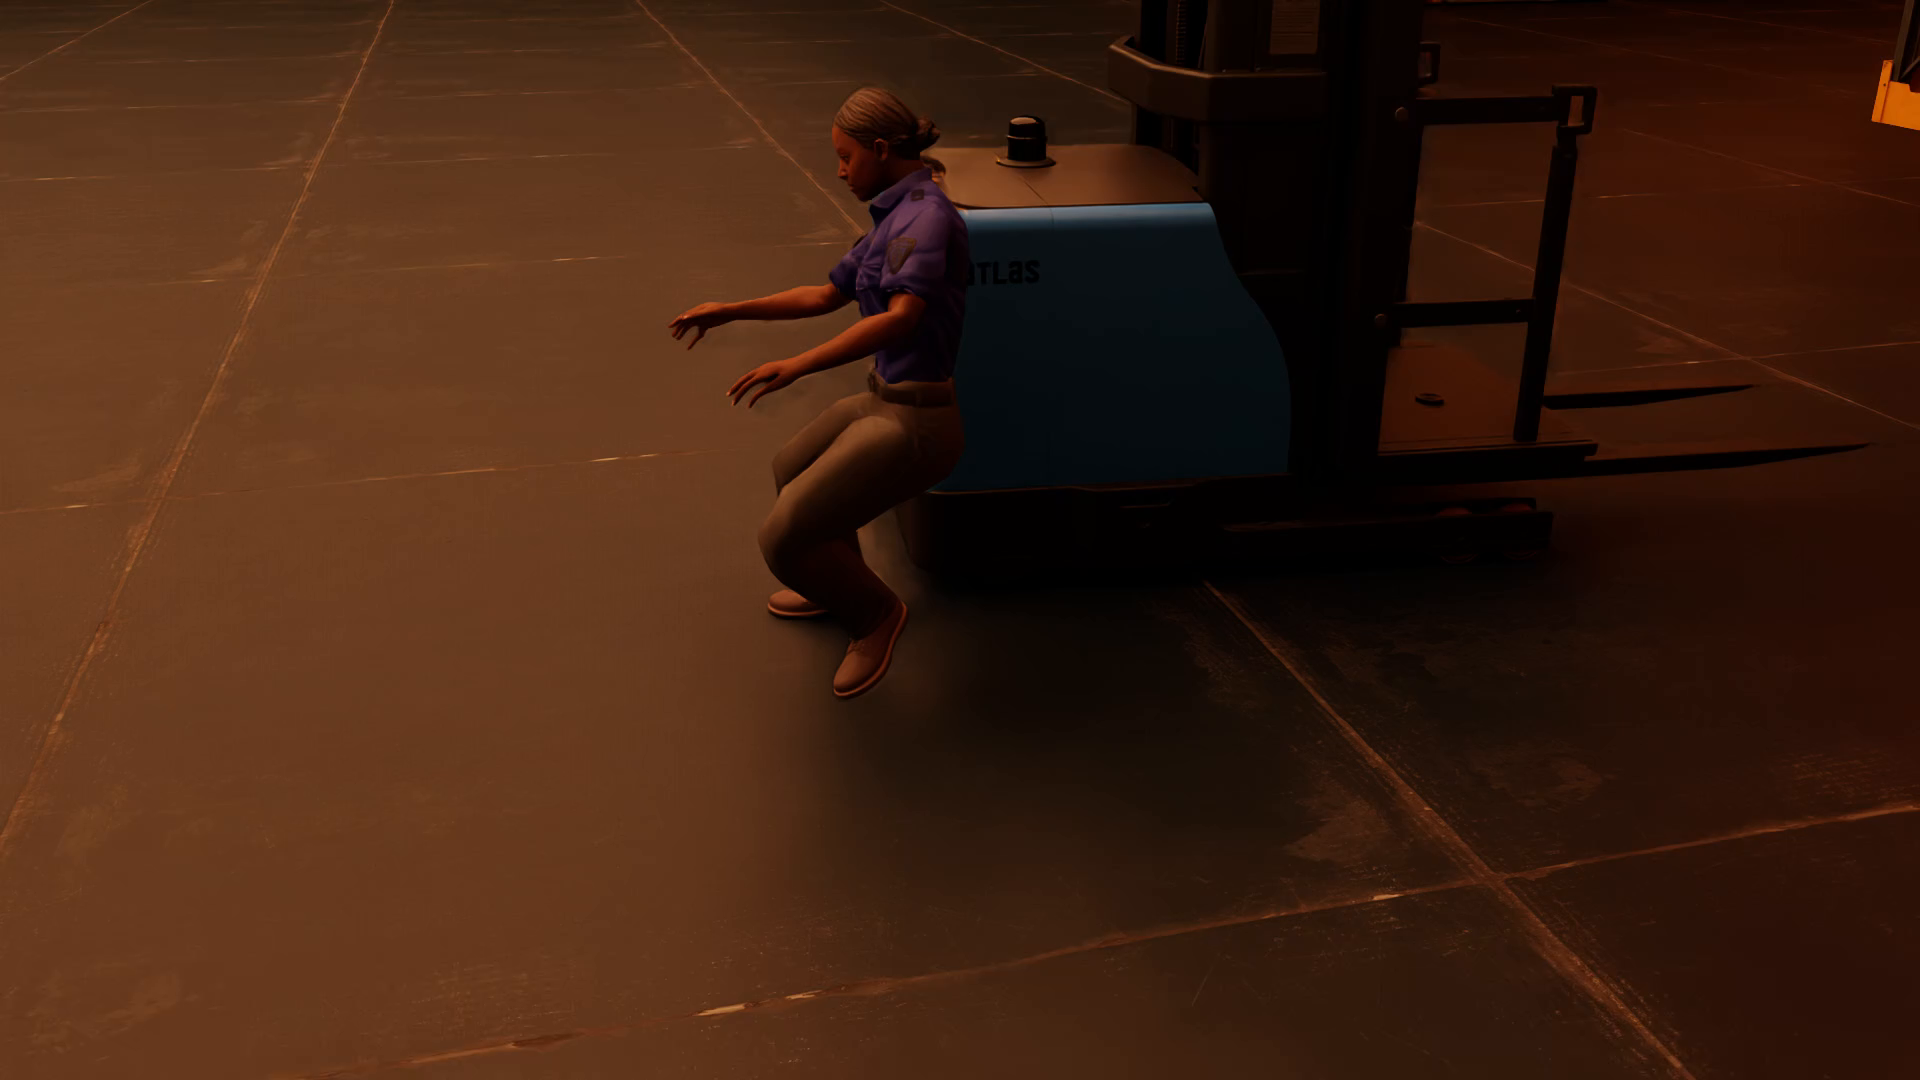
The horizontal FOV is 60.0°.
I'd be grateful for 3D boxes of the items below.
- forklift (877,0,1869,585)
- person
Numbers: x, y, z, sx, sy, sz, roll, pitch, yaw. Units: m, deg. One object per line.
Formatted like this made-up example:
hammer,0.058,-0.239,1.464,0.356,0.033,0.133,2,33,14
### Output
forklift,1.293,-1.479,4.785,3.031,2.935,1.130,-4,23,-8
person,-0.343,-0.333,3.988,0.718,1.450,0.842,-2,23,-5
